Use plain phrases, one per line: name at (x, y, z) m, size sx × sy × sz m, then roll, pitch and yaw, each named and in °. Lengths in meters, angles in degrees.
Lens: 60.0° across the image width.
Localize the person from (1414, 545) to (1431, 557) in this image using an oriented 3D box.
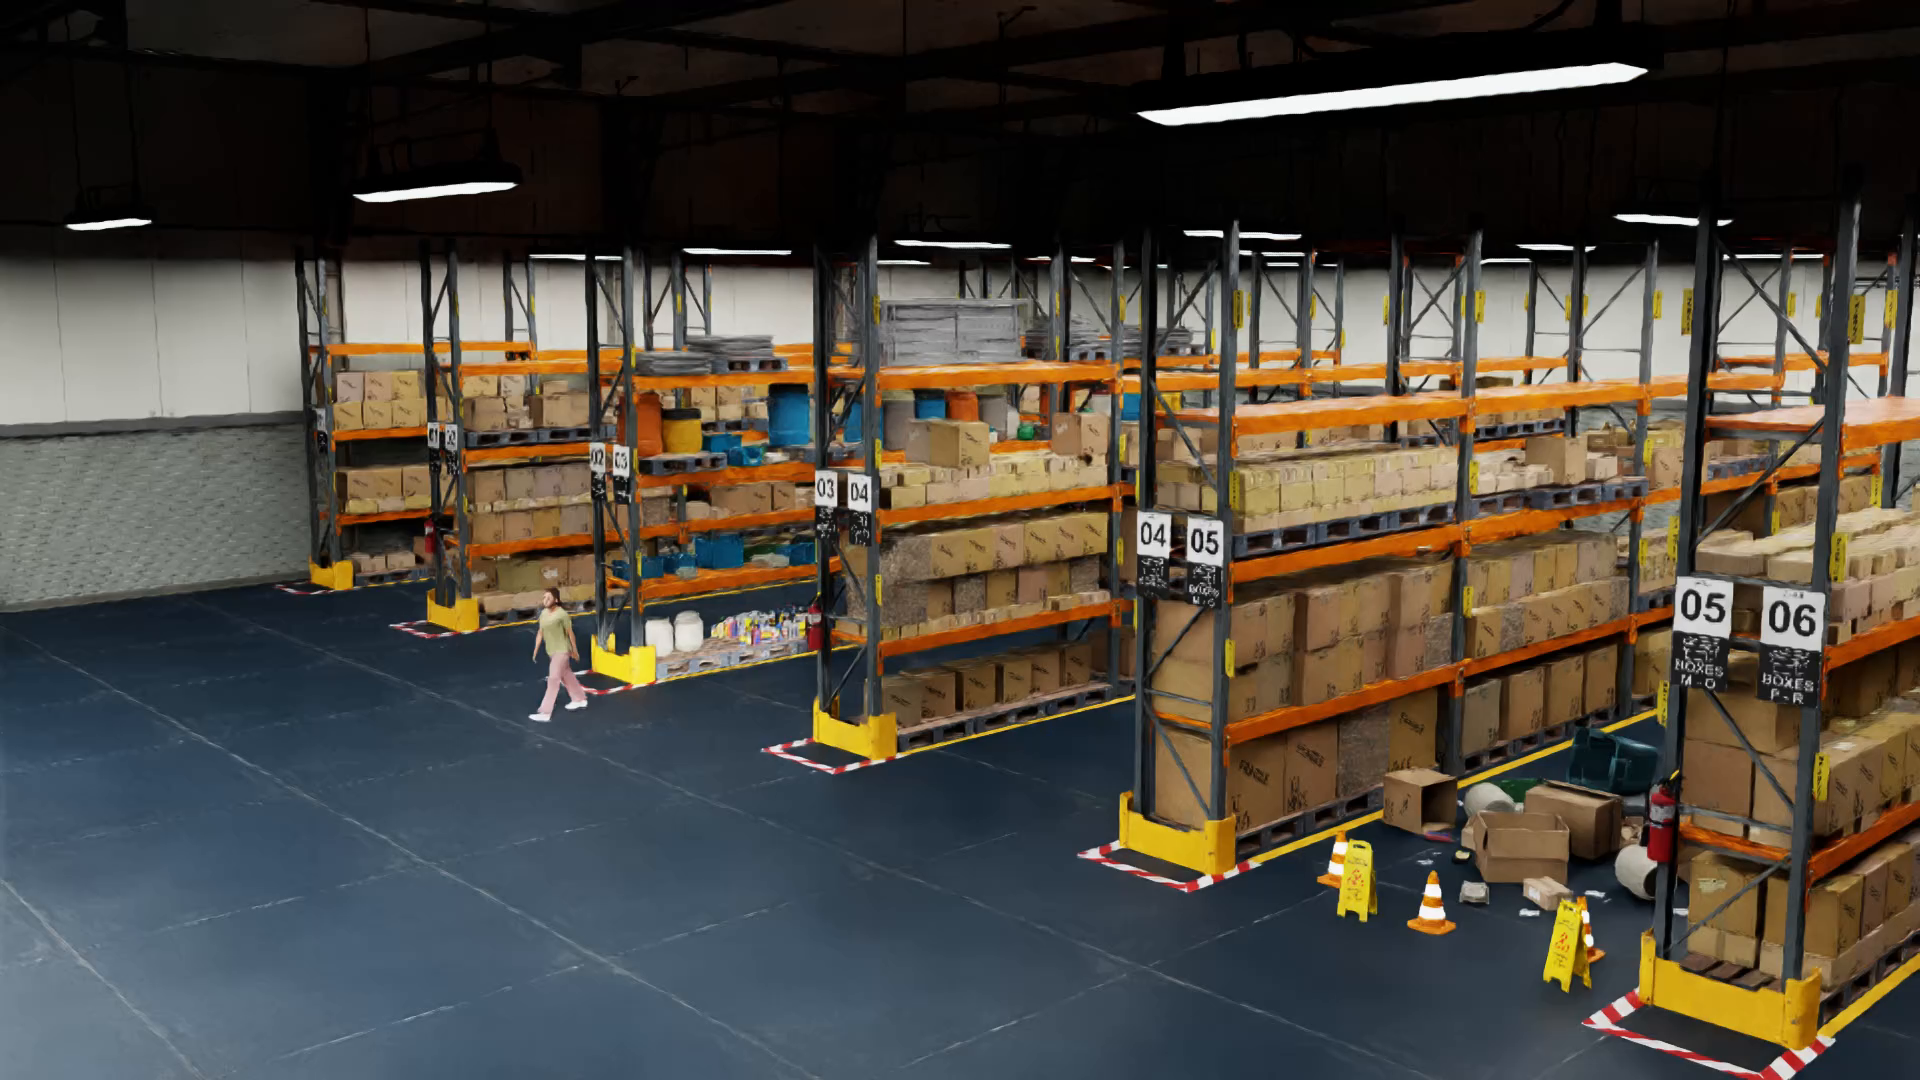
person at (6.699, 0.801, 24.062) m, size 1.121 × 1.691 × 0.577 m, roll -7°, pitch 11°, yaw -40°

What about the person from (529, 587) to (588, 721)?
person at (-4.996, 1.490, 20.490) m, size 0.446 × 1.360 × 1.018 m, roll 7°, pitch 11°, yaw 38°
